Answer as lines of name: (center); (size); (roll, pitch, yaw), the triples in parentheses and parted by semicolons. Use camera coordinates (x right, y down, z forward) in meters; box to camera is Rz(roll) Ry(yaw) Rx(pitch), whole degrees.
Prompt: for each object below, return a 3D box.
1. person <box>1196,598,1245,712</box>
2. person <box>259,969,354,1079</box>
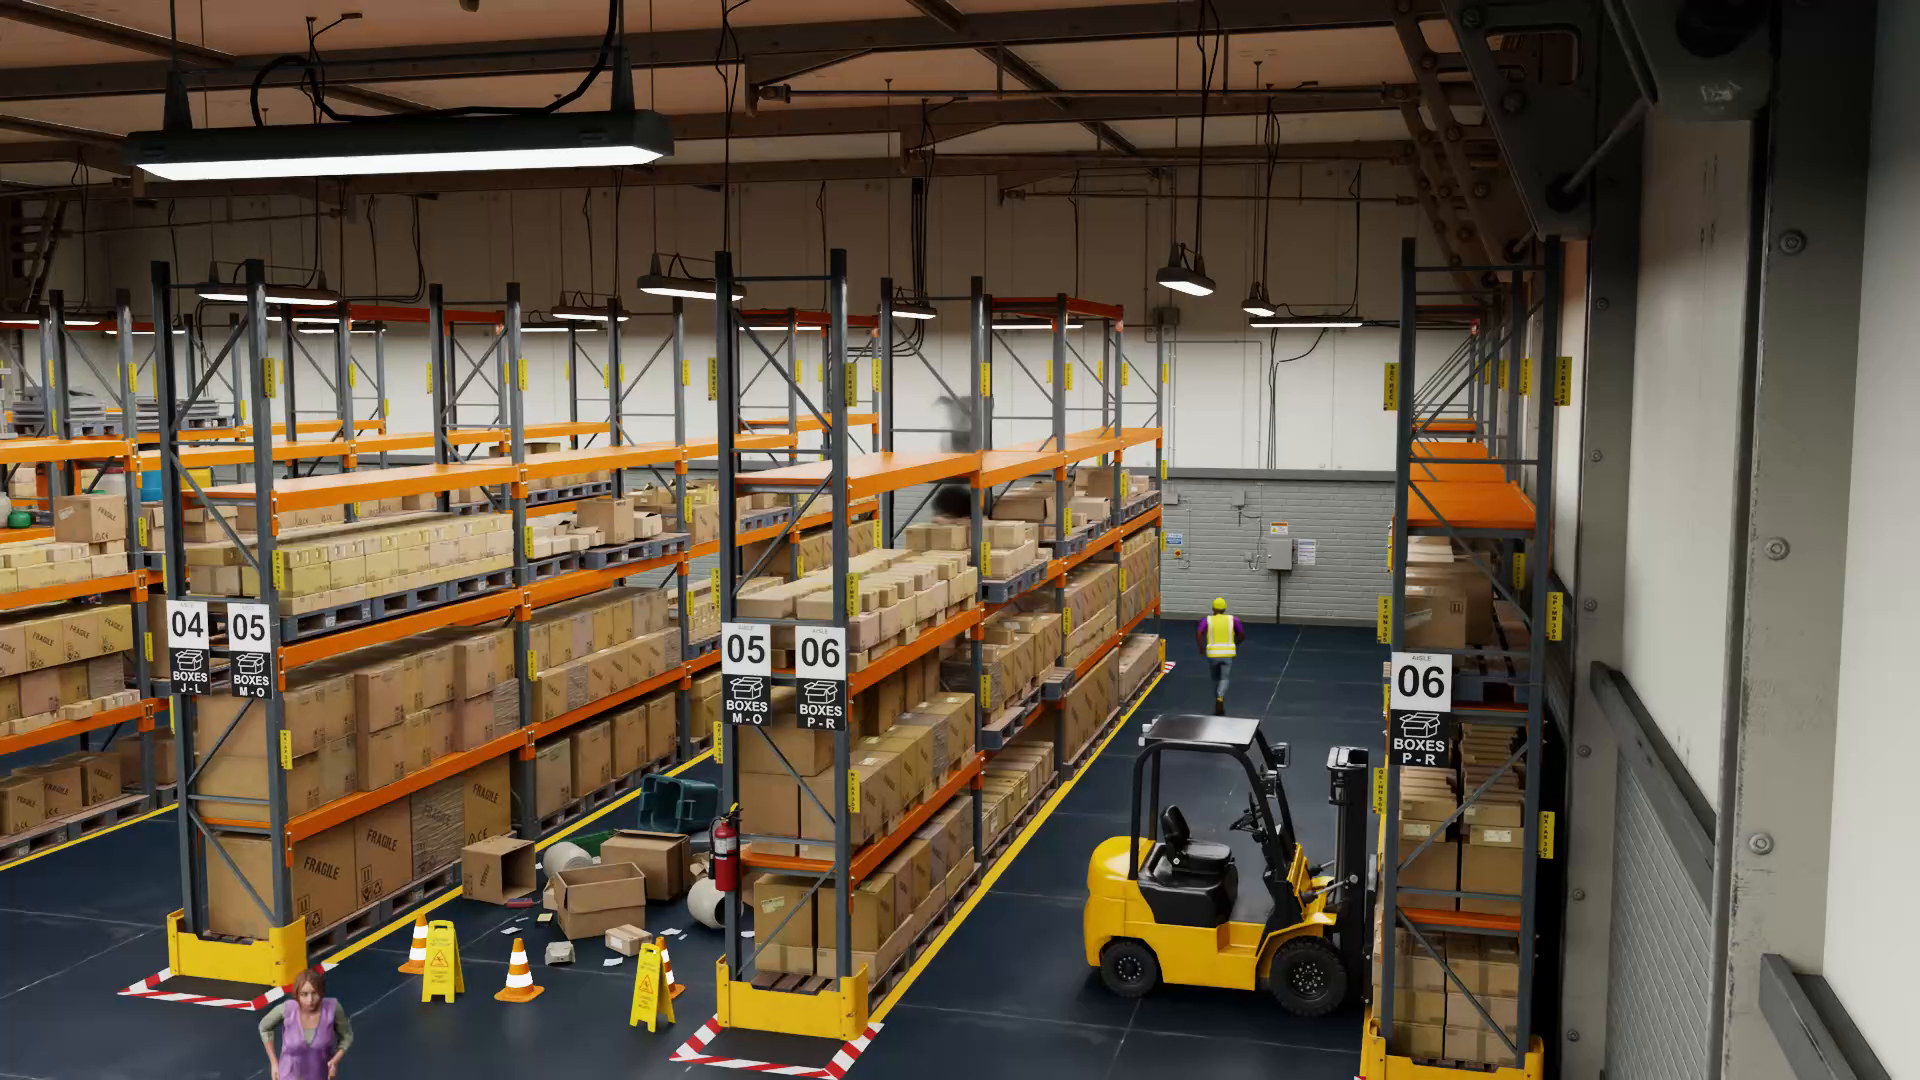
person: (3.798, 1.745, 24.292); (0.701, 1.754, 1.097); (1, 6, 12)
person: (-3.990, 3.338, 10.188); (0.529, 1.543, 0.864); (-3, 7, -26)
